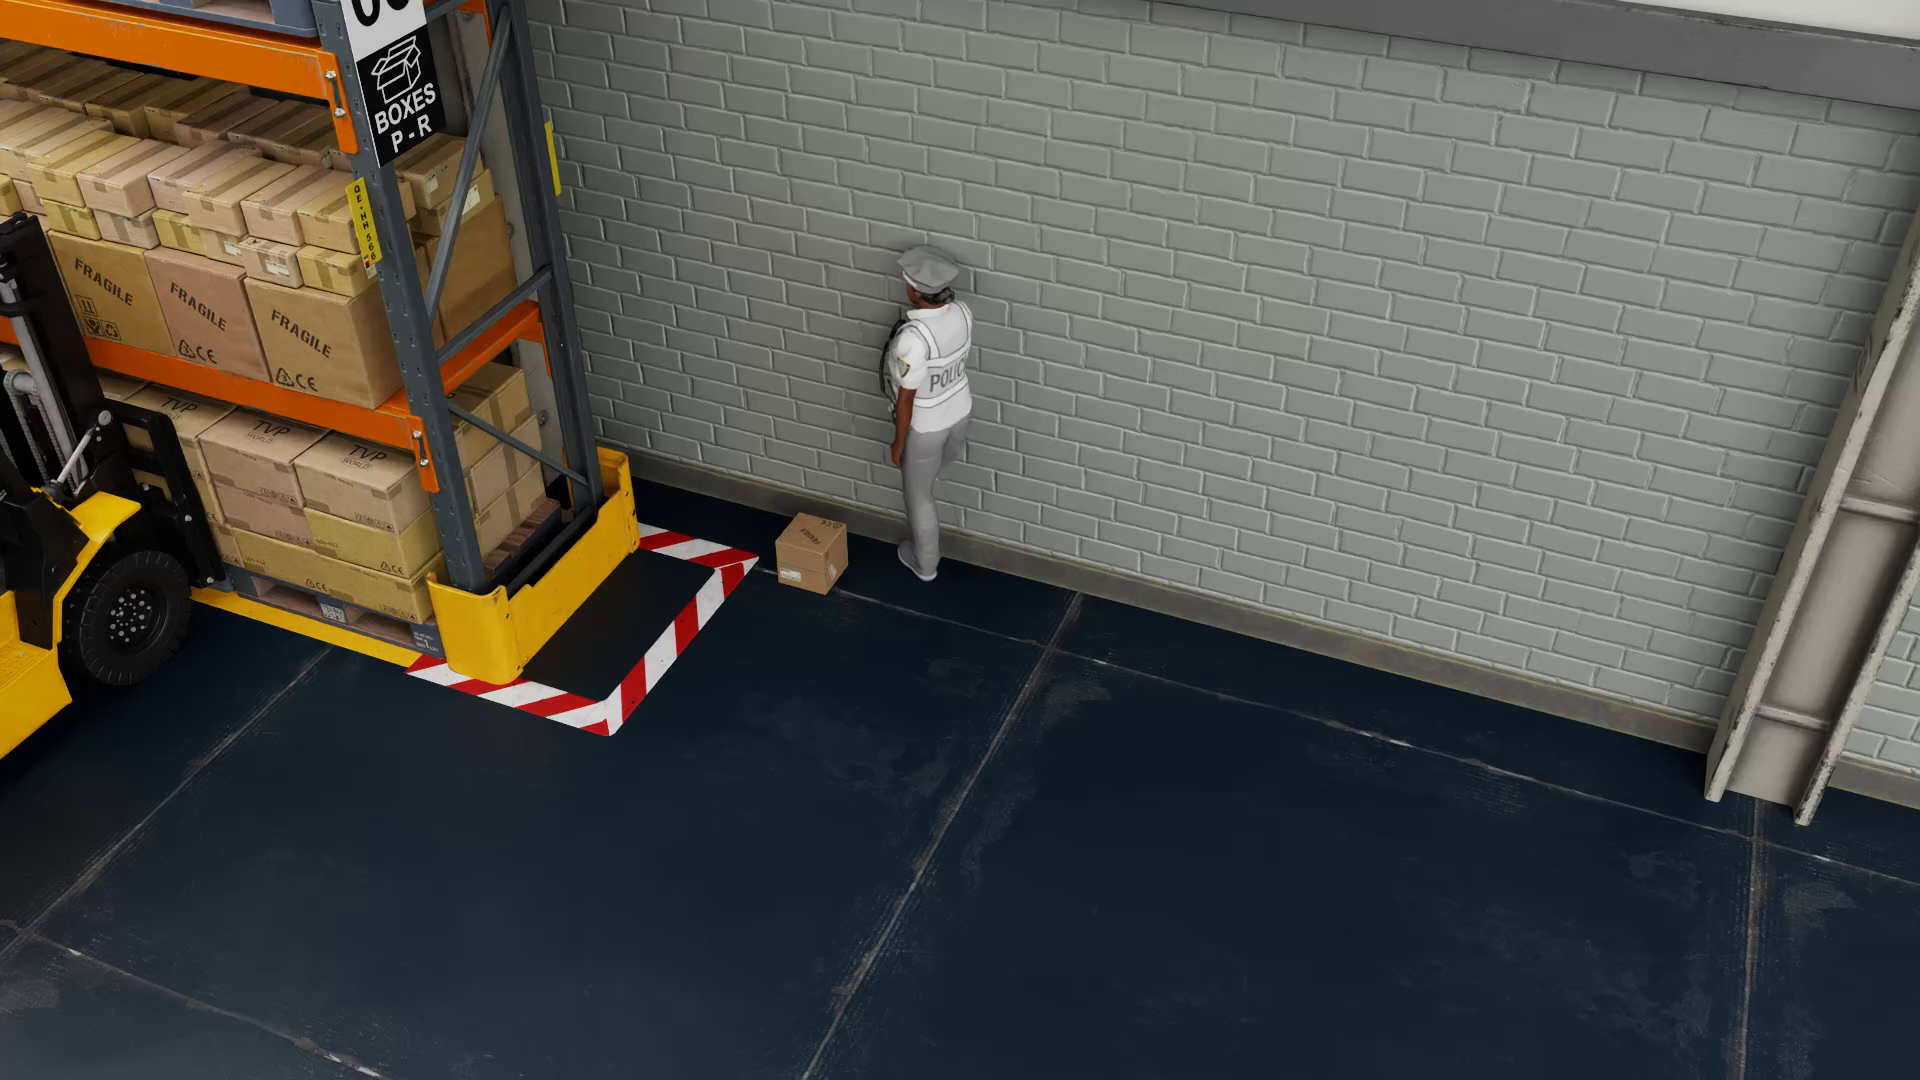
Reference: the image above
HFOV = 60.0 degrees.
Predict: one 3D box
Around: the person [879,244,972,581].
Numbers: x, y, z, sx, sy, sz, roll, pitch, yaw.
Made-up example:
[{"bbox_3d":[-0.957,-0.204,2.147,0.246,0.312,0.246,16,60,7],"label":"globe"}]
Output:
[{"bbox_3d":[-0.164,-0.566,7.529,0.436,1.700,0.506,25,44,29],"label":"person"}]
